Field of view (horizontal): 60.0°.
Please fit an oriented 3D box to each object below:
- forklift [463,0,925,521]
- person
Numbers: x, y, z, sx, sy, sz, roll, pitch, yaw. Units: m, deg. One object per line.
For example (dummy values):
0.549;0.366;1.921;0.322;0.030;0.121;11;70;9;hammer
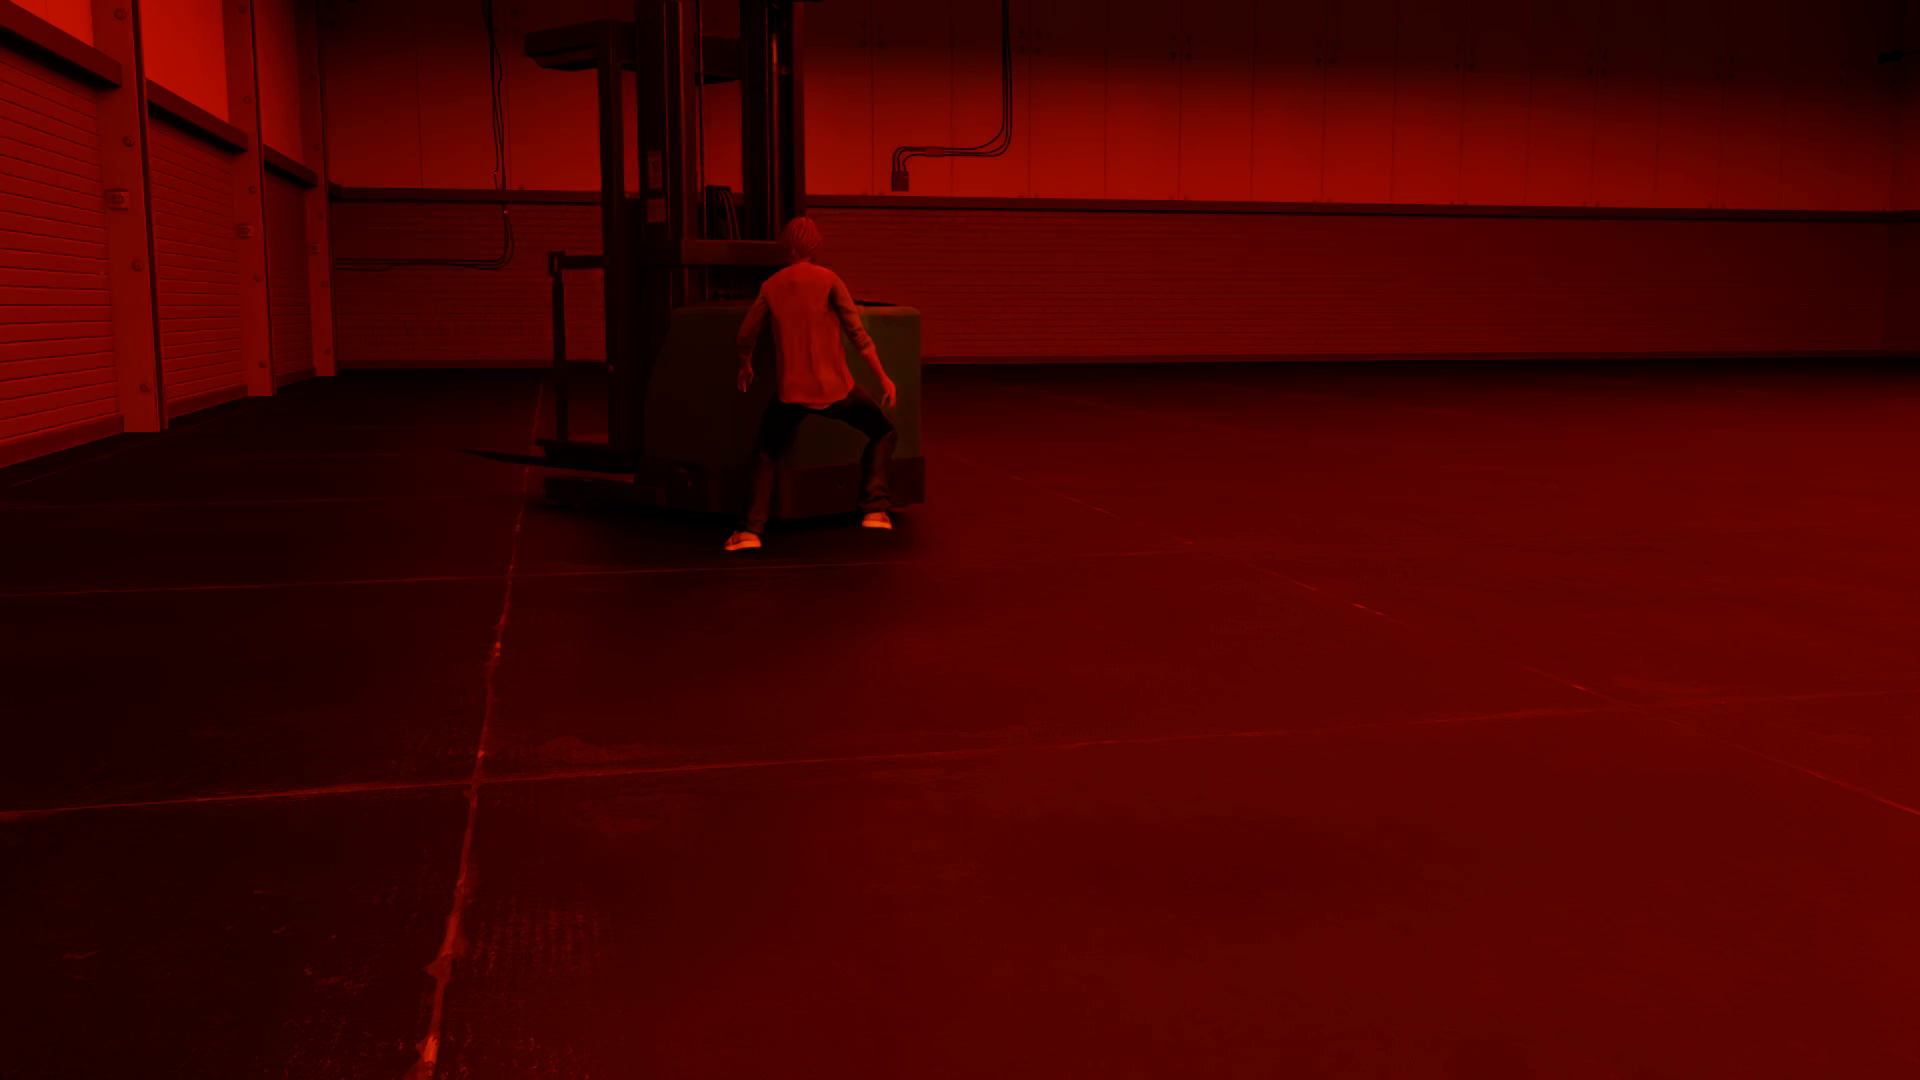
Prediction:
-1.620;-1.665;9.026;3.031;2.935;1.130;7;11;41;forklift
-0.689;-0.688;7.449;0.814;1.476;0.613;2;8;16;person
